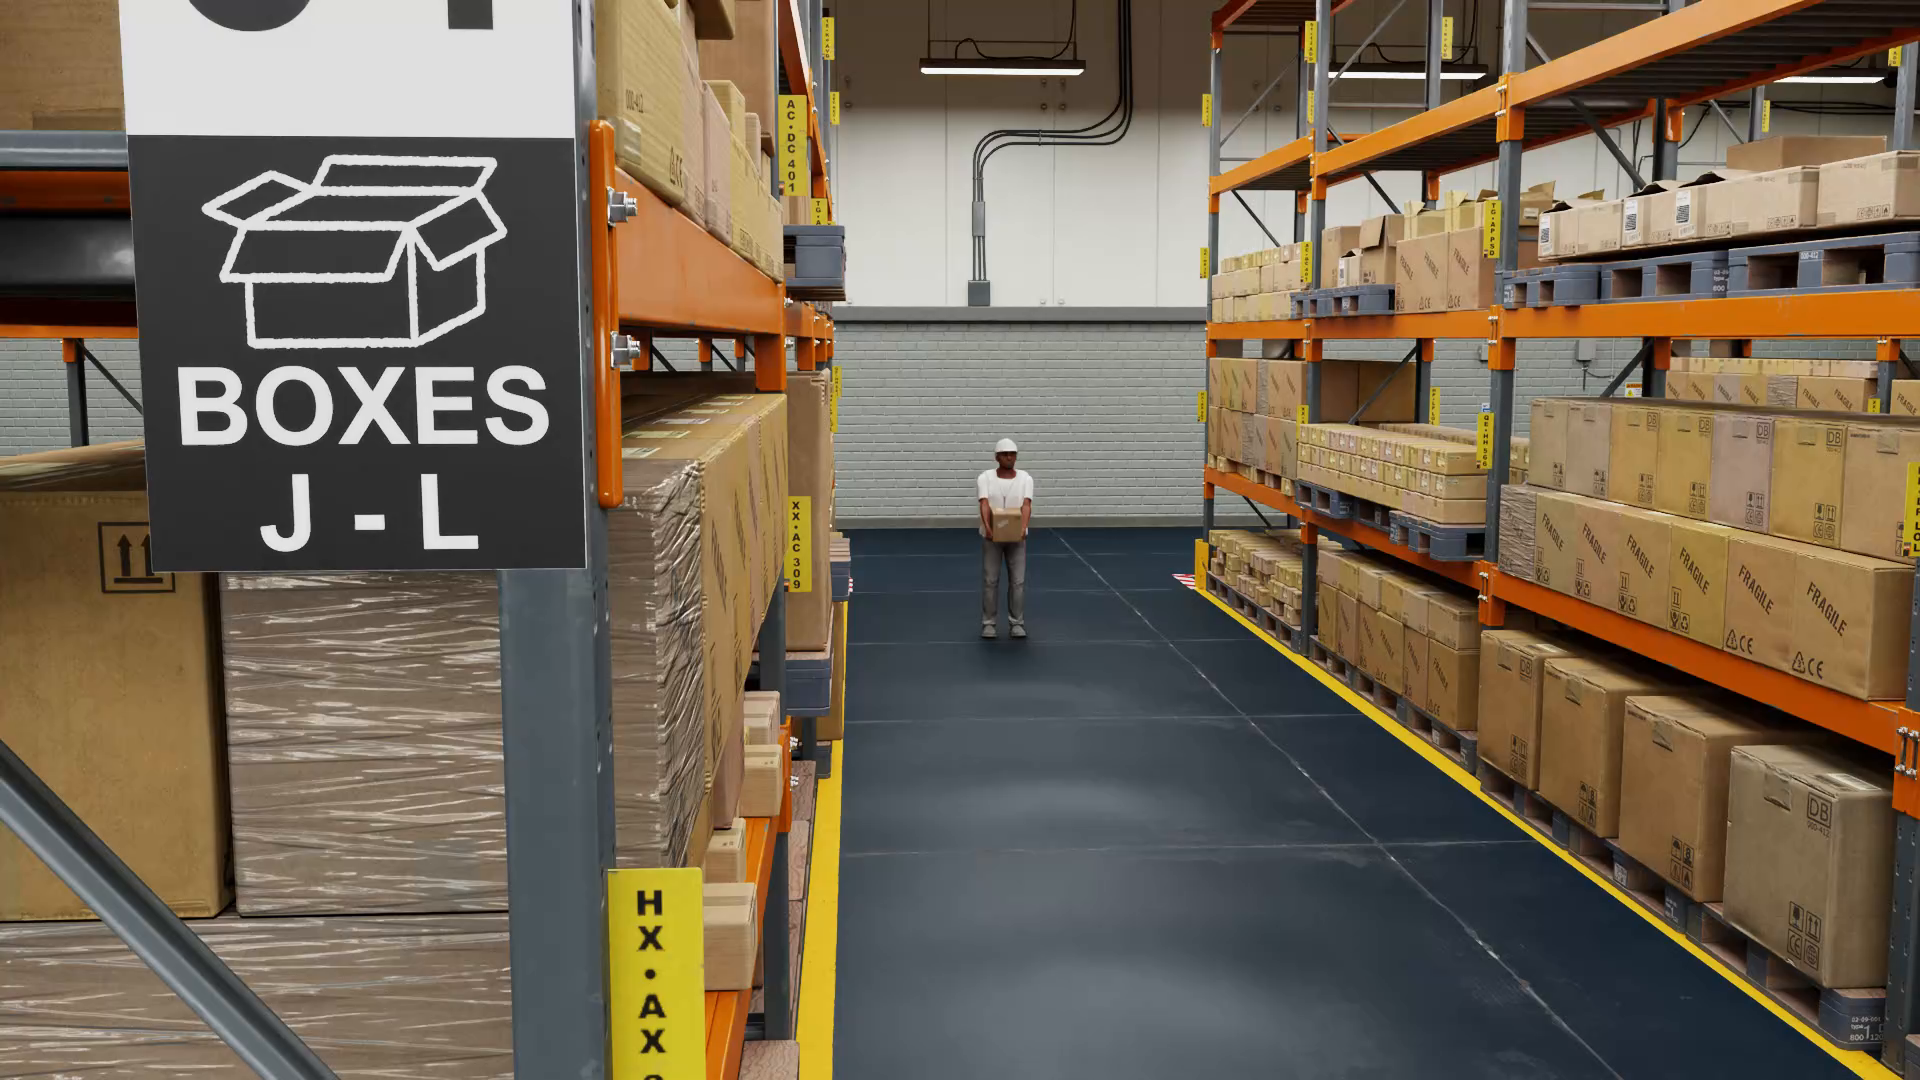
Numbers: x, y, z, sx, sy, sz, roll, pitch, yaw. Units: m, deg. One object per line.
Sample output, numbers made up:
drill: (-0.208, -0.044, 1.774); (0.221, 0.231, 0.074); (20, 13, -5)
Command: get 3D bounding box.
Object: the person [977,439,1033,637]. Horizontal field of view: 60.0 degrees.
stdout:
person: (0.410, -0.009, 14.731); (0.504, 1.761, 0.578); (0, 7, -3)
